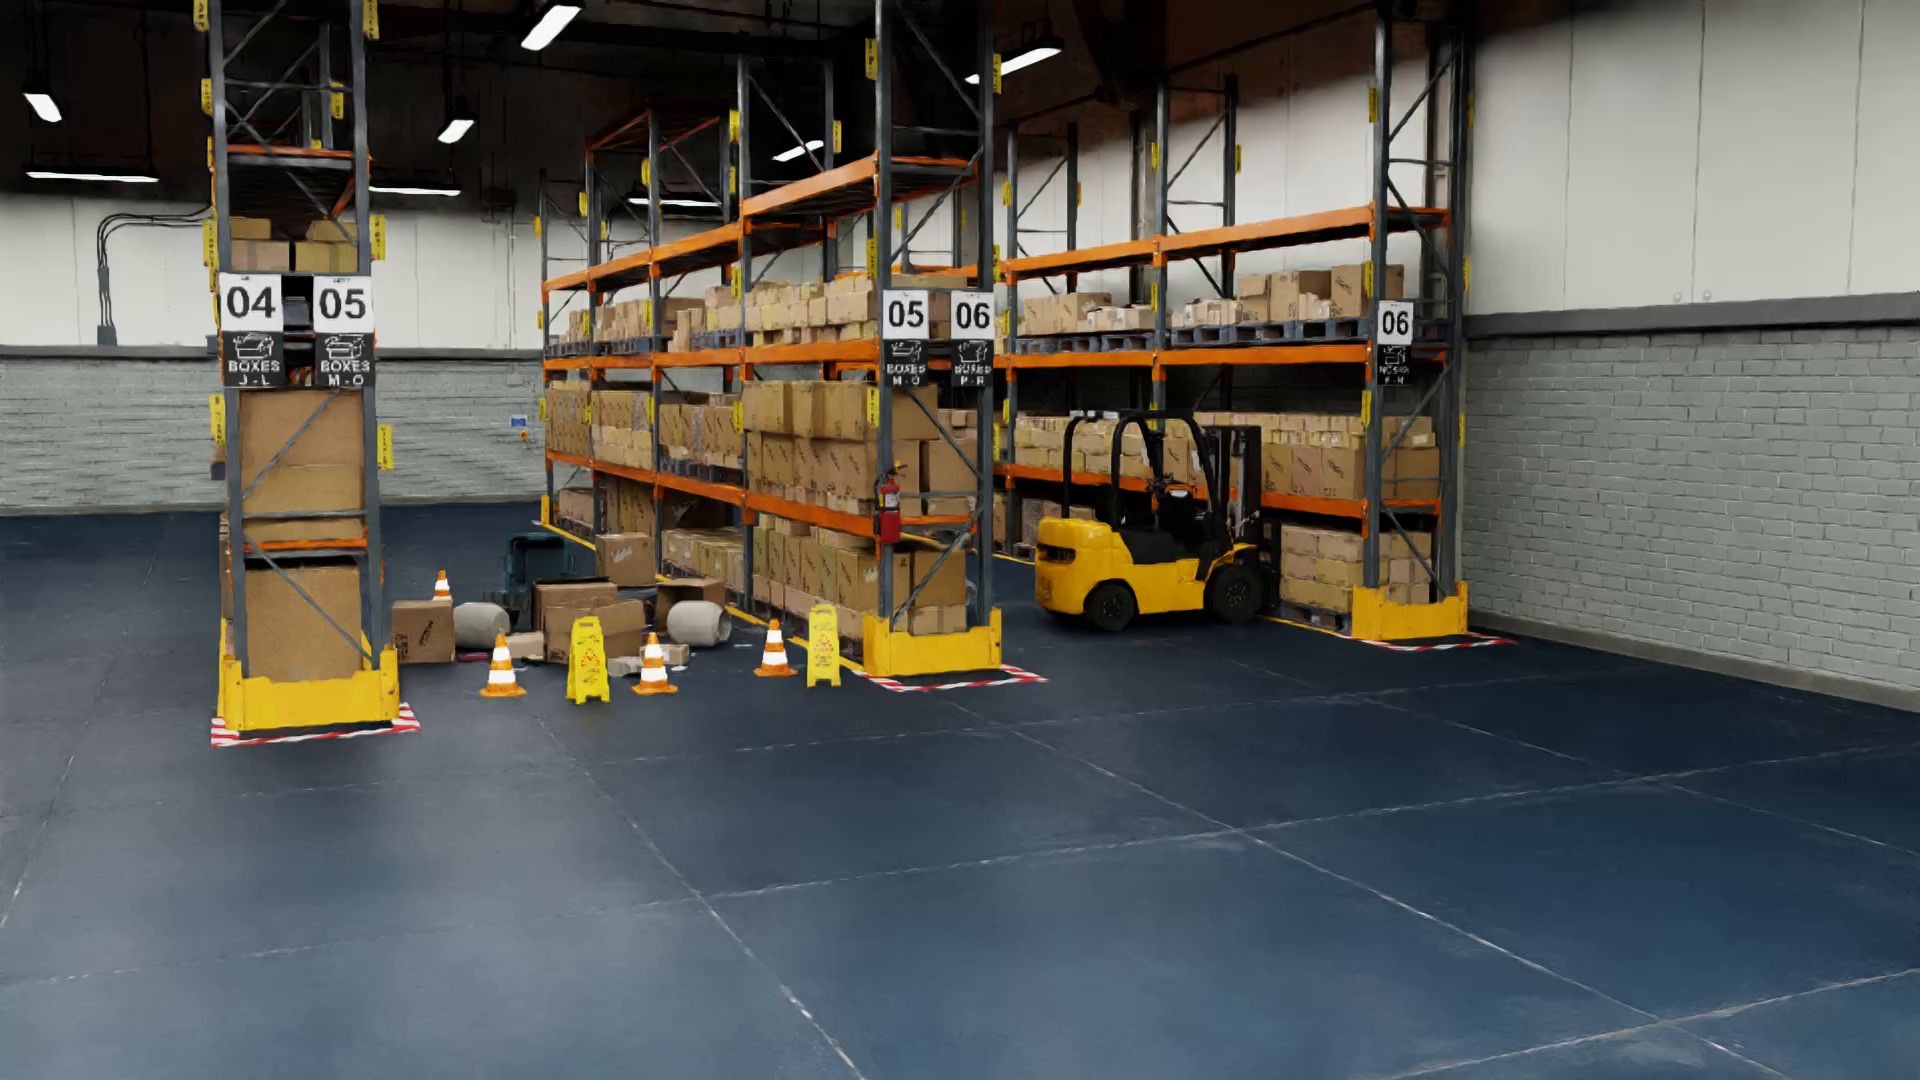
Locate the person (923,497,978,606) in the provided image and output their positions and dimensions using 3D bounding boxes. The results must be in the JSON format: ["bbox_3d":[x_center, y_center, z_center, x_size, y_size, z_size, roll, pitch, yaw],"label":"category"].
[{"bbox_3d":[-0.104,-0.037,17.616,0.626,1.641,0.567,1,6,9],"label":"person"}]
